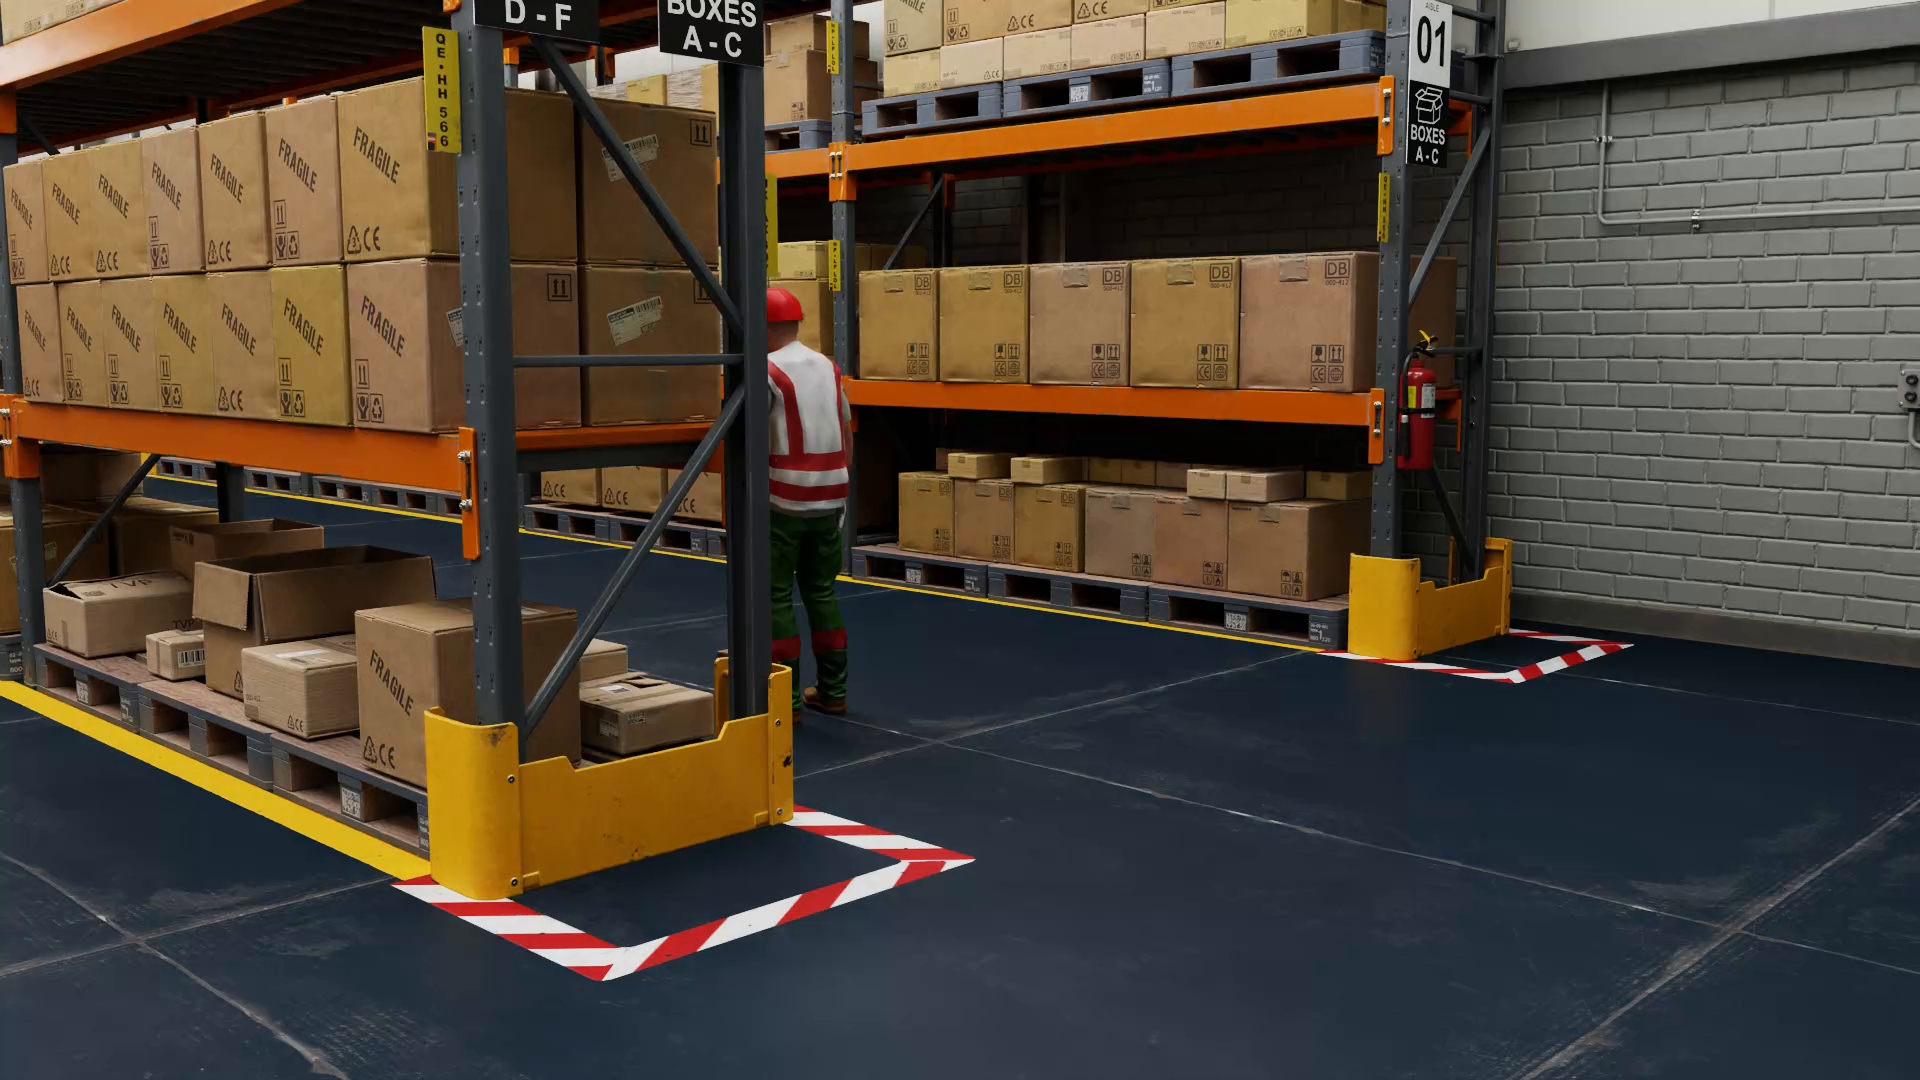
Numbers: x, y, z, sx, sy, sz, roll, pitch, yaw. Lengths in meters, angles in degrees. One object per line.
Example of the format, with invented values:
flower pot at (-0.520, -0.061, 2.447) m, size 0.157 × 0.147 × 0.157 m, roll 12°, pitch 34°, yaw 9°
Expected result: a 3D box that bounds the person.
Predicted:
person at (-0.695, -0.144, 6.872) m, size 0.451 × 1.779 × 0.607 m, roll 7°, pitch 10°, yaw 43°
